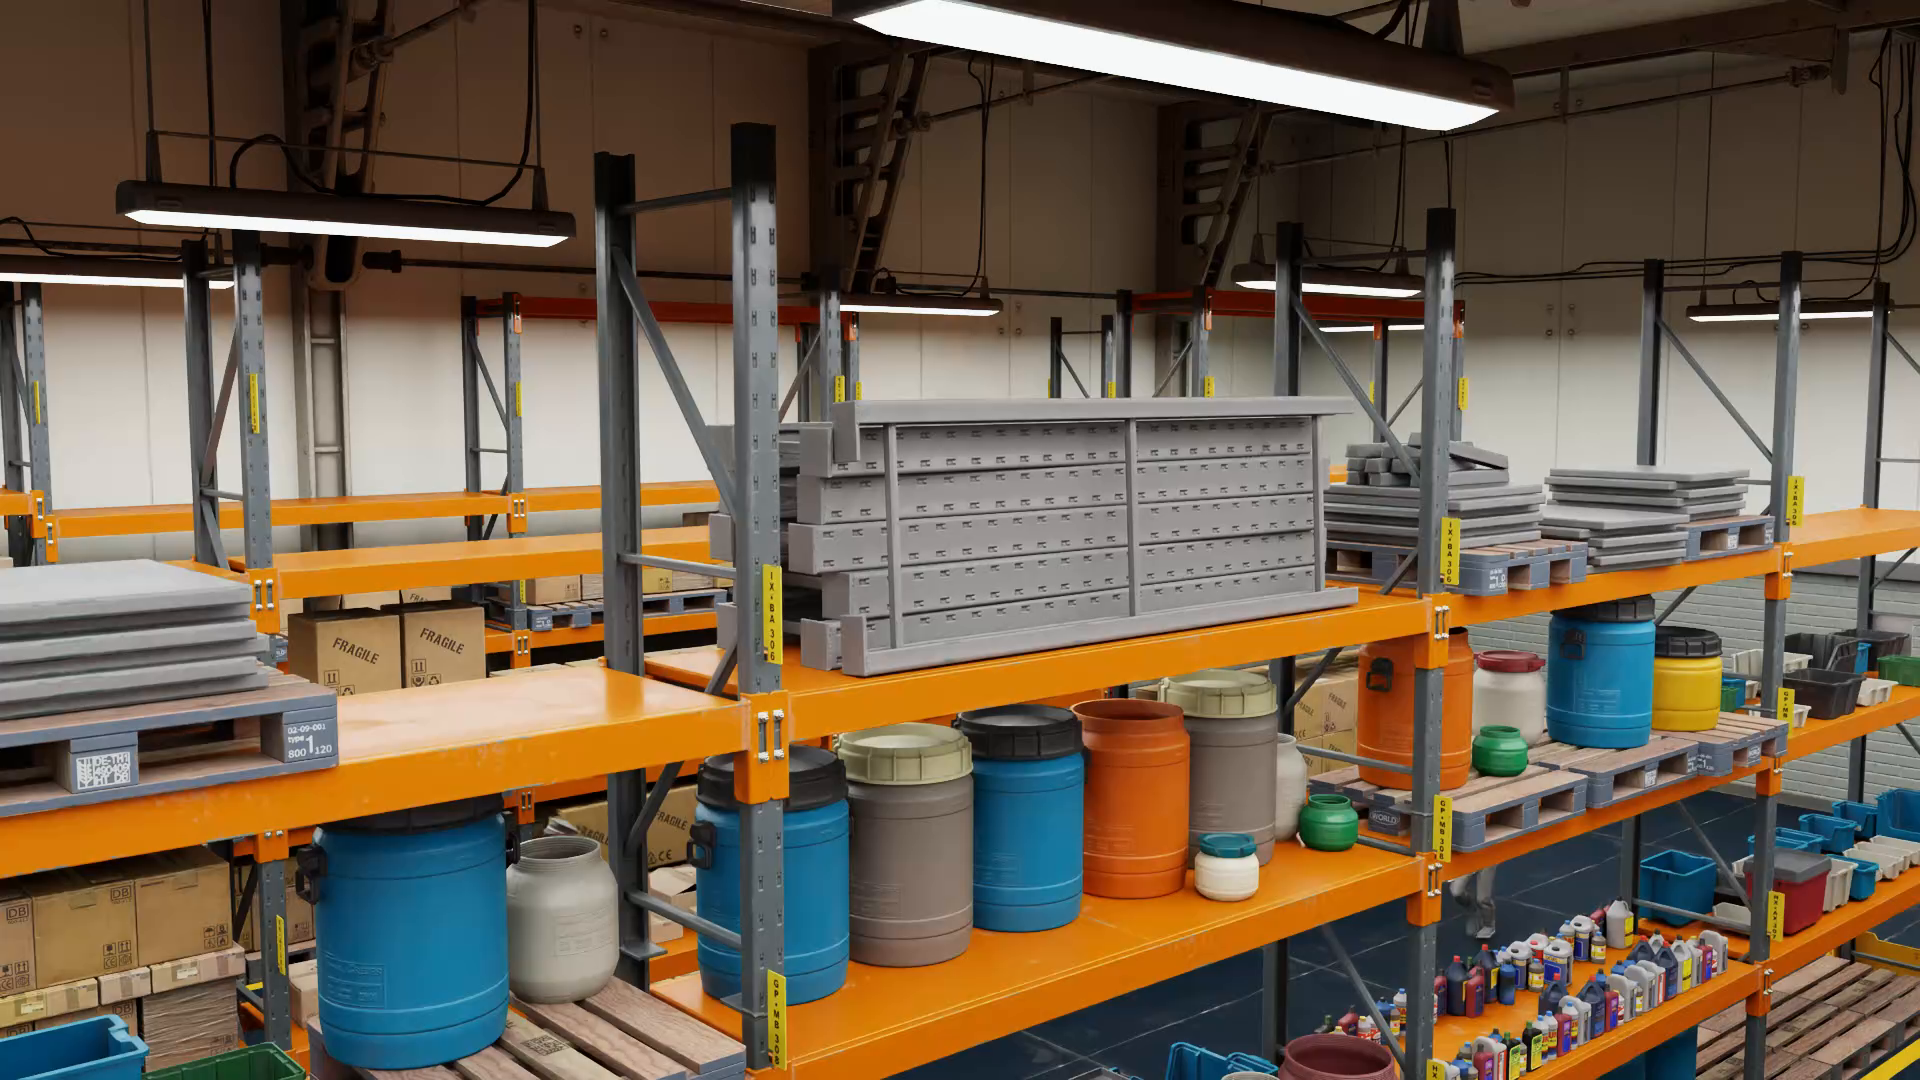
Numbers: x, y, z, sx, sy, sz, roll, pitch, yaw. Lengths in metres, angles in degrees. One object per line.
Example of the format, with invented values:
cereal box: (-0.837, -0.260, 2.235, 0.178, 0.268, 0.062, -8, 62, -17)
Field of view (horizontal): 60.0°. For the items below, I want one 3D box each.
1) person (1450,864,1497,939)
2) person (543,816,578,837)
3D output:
person: (4.726, 2.902, 15.314, 0.560, 1.628, 0.649, 4, 7, 36)
person: (-3.202, 3.045, 13.252, 0.614, 1.736, 0.651, -5, 7, -41)
